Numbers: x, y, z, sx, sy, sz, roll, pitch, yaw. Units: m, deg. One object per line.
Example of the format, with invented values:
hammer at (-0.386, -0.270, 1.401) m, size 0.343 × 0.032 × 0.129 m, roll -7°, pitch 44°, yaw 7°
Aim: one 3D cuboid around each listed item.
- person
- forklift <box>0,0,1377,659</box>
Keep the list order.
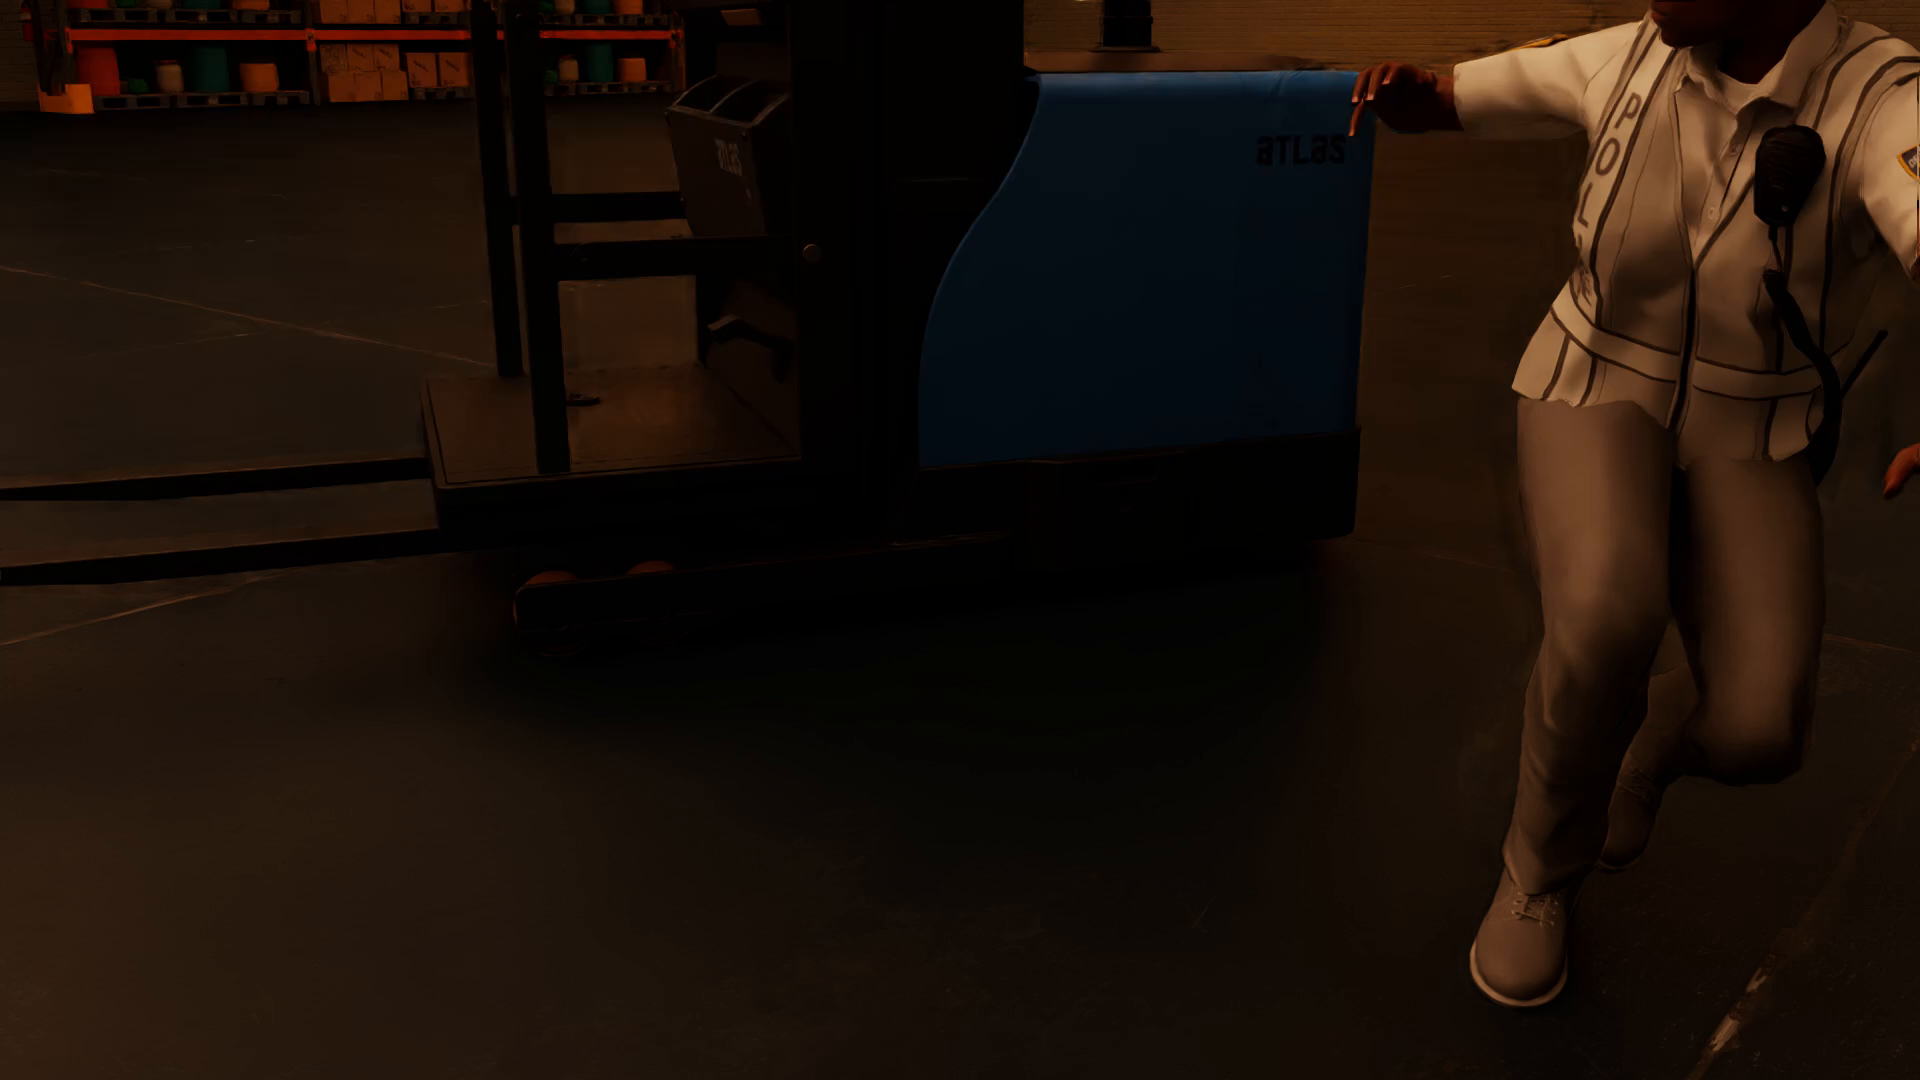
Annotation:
person at (0.783, -0.108, 1.922) m, size 0.690 × 1.396 × 0.972 m, roll 6°, pitch 18°, yaw 18°
forklift at (-0.674, -1.347, 3.334) m, size 3.031 × 2.935 × 1.130 m, roll -6°, pitch 18°, yaw -18°
